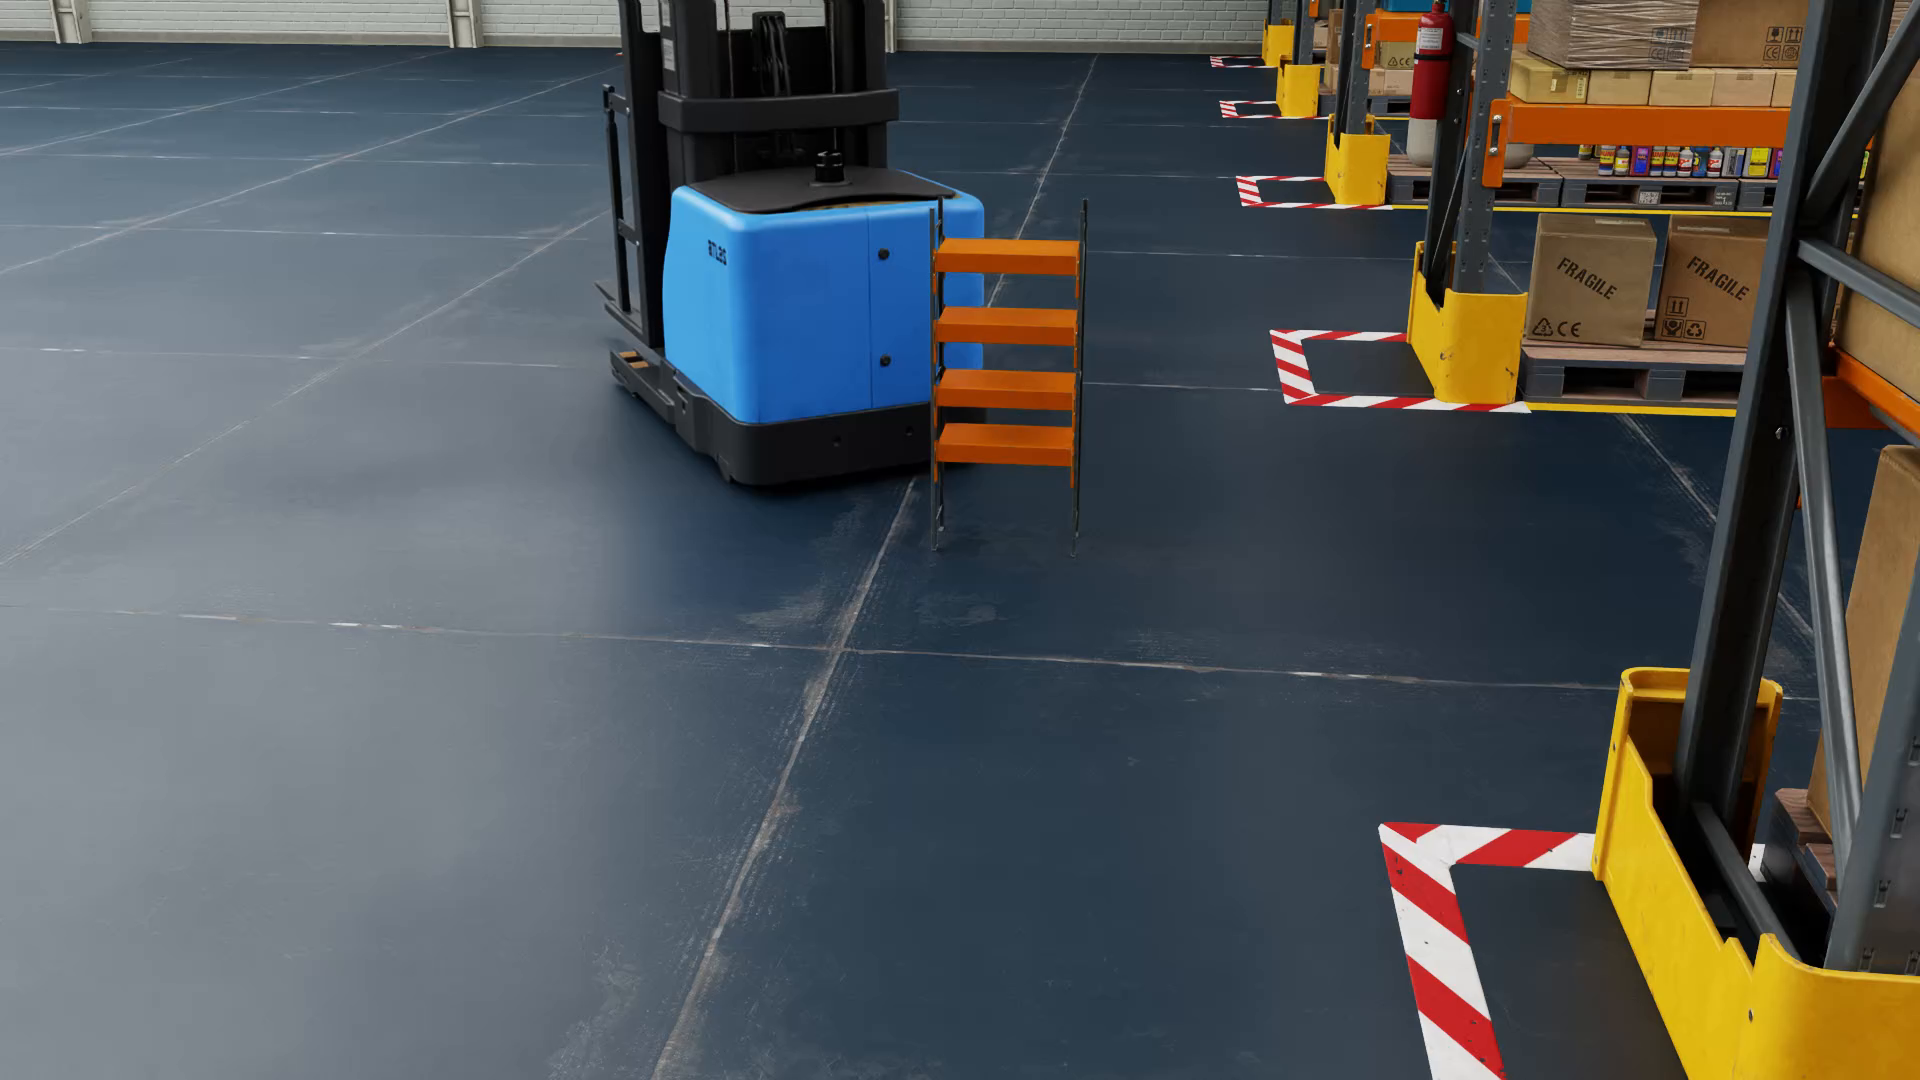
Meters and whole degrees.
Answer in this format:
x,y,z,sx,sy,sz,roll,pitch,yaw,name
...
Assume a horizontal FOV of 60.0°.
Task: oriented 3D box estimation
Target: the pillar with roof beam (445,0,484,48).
x,y,z,sx,sy,sz,roll,pitch,yaw,name
-7.553,-9.672,18.165,0.400,9.000,9.100,2,22,6,pillar with roof beam

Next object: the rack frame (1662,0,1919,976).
x,y,z,sx,sy,sz,roll,pitch,yaw,name
1.640,-0.417,2.915,0.127,3.000,1.000,2,22,6,rack frame

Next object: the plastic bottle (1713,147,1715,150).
x,y,z,sx,sy,sz,roll,pitch,yaw,name
5.780,-3.017,12.588,0.133,0.283,0.061,3,22,9,plastic bottle

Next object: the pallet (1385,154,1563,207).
x,y,z,sx,sy,sz,roll,pitch,yaw,name
3.794,-2.712,12.512,1.213,0.211,1.003,2,22,6,pallet

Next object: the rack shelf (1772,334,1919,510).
x,y,z,sx,sy,sz,roll,pitch,yaw,name
3.626,0.004,2.828,4.000,0.370,1.077,2,22,6,rack shelf

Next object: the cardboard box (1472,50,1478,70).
x,y,z,sx,sy,sz,roll,pitch,yaw,name
4.995,-4.963,16.563,0.500,0.500,0.500,2,22,6,cardboard box

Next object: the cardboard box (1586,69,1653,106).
x,y,z,sx,sy,sz,roll,pitch,yaw,name
2.825,-1.990,7.234,0.250,0.149,0.380,2,22,6,cardboard box

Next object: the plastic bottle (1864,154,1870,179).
x,y,z,sx,sy,sz,roll,pitch,yaw,name
6.482,-2.664,11.806,0.097,0.201,0.097,0,22,0,plastic bottle

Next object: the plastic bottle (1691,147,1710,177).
x,y,z,sx,sy,sz,roll,pitch,yaw,name
5.312,-2.748,11.922,0.097,0.271,0.097,0,22,0,plastic bottle

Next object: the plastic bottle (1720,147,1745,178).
x,y,z,sx,sy,sz,roll,pitch,yaw,name
5.534,-2.750,11.923,0.135,0.276,0.152,3,22,7,plastic bottle

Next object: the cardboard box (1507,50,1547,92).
x,y,z,sx,sy,sz,roll,pitch,yaw,name
2.631,-2.170,7.690,0.250,0.149,0.380,2,22,6,cardboard box

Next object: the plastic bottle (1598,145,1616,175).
x,y,z,sx,sy,sz,roll,pitch,yaw,name
4.671,-2.776,11.993,0.097,0.271,0.097,0,22,0,plastic bottle

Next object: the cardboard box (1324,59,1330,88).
x,y,z,sx,sy,sz,roll,pitch,yaw,name
4.061,-4.842,17.275,0.500,0.250,0.500,2,22,6,cardboard box

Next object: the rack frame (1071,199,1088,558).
x,y,z,sx,sy,sz,roll,pitch,yaw,name
0.407,-0.540,5.674,0.015,1.200,0.240,2,22,6,rack frame

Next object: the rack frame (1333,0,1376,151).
x,y,z,sx,sy,sz,roll,pitch,yaw,name
2.907,-4.032,12.058,0.127,3.000,1.000,2,22,6,rack frame

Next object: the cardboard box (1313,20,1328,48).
x,y,z,sx,sy,sz,roll,pitch,yaw,name
4.749,-6.540,21.462,0.500,0.311,0.500,0,22,0,cardboard box

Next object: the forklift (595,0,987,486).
x,y,z,sx,sy,sz,roll,pitch,yaw,name
-0.976,-2.073,7.197,1.130,2.935,3.031,-10,24,-23,forklift

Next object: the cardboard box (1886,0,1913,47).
x,y,z,sx,sy,sz,roll,pitch,yaw,name
3.869,-2.359,7.287,0.500,0.500,0.875,2,22,6,cardboard box

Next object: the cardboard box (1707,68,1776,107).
x,y,z,sx,sy,sz,roll,pitch,yaw,name
3.322,-1.970,7.185,0.250,0.149,0.380,2,22,6,cardboard box

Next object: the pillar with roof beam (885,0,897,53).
x,y,z,sx,sy,sz,roll,pitch,yaw,name
-1.595,-9.412,17.508,0.400,9.000,9.100,2,22,6,pillar with roof beam

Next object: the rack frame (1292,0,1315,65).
x,y,z,sx,sy,sz,roll,pitch,yaw,name
3.494,-5.840,16.632,0.127,3.000,1.000,2,22,6,rack frame

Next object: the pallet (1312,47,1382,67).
x,y,z,sx,sy,sz,roll,pitch,yaw,name
4.951,-6.301,21.590,1.213,0.211,1.003,2,22,6,pallet

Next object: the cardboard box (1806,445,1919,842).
x,y,z,sx,sy,sz,roll,pitch,yaw,name
2.321,0.381,3.215,0.875,0.875,0.875,3,22,7,cardboard box

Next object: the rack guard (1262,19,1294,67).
x,y,z,sx,sy,sz,roll,pitch,yaw,name
4.148,-6.483,21.659,0.348,0.500,1.175,2,22,6,rack guard

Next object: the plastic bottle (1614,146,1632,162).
x,y,z,sx,sy,sz,roll,pitch,yaw,name
5.017,-2.994,12.530,0.133,0.283,0.061,2,22,6,plastic bottle

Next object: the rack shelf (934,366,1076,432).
x,y,z,sx,sy,sz,roll,pitch,yaw,name
0.164,-0.488,5.726,0.480,0.148,0.258,2,22,6,rack shelf

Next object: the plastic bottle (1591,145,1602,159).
x,y,z,sx,sy,sz,roll,pitch,yaw,name
4.901,-3.056,12.685,0.133,0.283,0.061,3,22,8,plastic bottle

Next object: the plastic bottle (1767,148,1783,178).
x,y,z,sx,sy,sz,roll,pitch,yaw,name
5.848,-2.723,11.844,0.133,0.283,0.061,4,22,10,plastic bottle

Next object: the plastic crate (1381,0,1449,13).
x,y,z,sx,sy,sz,roll,pitch,yaw,name
3.439,-4.050,12.307,0.616,0.251,0.499,2,22,6,plastic crate

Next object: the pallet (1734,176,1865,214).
x,y,z,sx,sy,sz,roll,pitch,yaw,name
6.217,-2.606,12.245,1.213,0.211,1.003,2,22,6,pallet

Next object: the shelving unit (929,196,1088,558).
x,y,z,sx,sy,sz,roll,pitch,yaw,name
0.164,-0.551,5.701,0.503,1.200,0.258,2,22,6,shelving unit

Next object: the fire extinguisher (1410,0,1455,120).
x,y,z,sx,sy,sz,roll,pitch,yaw,name
2.265,-2.361,7.937,0.183,0.674,0.296,2,22,6,fire extinguisher

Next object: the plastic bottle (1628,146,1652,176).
x,y,z,sx,sy,sz,roll,pitch,yaw,name
4.893,-2.765,11.949,0.133,0.283,0.061,3,22,7,plastic bottle

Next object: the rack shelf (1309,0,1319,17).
x,y,z,sx,sy,sz,roll,pitch,yaw,name
5.480,-5.419,16.546,4.000,0.370,1.077,2,22,6,rack shelf

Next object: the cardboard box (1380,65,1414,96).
x,y,z,sx,sy,sz,roll,pitch,yaw,name
4.497,-4.632,16.745,0.500,0.250,0.500,2,22,6,cardboard box

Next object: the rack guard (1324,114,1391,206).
x,y,z,sx,sy,sz,roll,pitch,yaw,name
2.988,-2.883,12.553,0.348,0.500,1.175,2,22,6,rack guard

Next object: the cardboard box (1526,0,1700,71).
x,y,z,sx,sy,sz,roll,pitch,yaw,name
2.867,-2.375,7.326,0.500,0.500,0.875,2,22,6,cardboard box

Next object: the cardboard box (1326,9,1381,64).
x,y,z,sx,sy,sz,roll,pitch,yaw,name
4.061,-5.191,17.139,0.500,0.500,0.500,2,22,6,cardboard box

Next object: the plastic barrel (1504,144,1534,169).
x,y,z,sx,sy,sz,roll,pitch,yaw,name
4.067,-3.048,12.382,0.421,0.512,0.421,0,22,0,plastic barrel

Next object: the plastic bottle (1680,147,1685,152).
x,y,z,sx,sy,sz,roll,pitch,yaw,name
5.517,-3.045,12.566,0.185,0.351,0.144,2,22,6,plastic bottle

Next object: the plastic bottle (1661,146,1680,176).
x,y,z,sx,sy,sz,roll,pitch,yaw,name
5.110,-2.756,11.945,0.097,0.271,0.097,0,22,0,plastic bottle

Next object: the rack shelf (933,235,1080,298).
x,y,z,sx,sy,sz,roll,pitch,yaw,name
0.164,-0.916,5.557,0.480,0.148,0.258,2,22,6,rack shelf

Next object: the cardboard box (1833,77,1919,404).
x,y,z,sx,sy,sz,roll,pitch,yaw,name
2.014,-0.487,2.889,0.550,0.550,0.875,2,22,6,cardboard box

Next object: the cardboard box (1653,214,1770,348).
x,y,z,sx,sy,sz,roll,pitch,yaw,name
3.540,-1.210,7.749,0.500,0.500,0.500,8,23,20,cardboard box

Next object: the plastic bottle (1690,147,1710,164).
x,y,z,sx,sy,sz,roll,pitch,yaw,name
5.524,-2.955,12.440,0.135,0.276,0.152,2,22,6,plastic bottle
